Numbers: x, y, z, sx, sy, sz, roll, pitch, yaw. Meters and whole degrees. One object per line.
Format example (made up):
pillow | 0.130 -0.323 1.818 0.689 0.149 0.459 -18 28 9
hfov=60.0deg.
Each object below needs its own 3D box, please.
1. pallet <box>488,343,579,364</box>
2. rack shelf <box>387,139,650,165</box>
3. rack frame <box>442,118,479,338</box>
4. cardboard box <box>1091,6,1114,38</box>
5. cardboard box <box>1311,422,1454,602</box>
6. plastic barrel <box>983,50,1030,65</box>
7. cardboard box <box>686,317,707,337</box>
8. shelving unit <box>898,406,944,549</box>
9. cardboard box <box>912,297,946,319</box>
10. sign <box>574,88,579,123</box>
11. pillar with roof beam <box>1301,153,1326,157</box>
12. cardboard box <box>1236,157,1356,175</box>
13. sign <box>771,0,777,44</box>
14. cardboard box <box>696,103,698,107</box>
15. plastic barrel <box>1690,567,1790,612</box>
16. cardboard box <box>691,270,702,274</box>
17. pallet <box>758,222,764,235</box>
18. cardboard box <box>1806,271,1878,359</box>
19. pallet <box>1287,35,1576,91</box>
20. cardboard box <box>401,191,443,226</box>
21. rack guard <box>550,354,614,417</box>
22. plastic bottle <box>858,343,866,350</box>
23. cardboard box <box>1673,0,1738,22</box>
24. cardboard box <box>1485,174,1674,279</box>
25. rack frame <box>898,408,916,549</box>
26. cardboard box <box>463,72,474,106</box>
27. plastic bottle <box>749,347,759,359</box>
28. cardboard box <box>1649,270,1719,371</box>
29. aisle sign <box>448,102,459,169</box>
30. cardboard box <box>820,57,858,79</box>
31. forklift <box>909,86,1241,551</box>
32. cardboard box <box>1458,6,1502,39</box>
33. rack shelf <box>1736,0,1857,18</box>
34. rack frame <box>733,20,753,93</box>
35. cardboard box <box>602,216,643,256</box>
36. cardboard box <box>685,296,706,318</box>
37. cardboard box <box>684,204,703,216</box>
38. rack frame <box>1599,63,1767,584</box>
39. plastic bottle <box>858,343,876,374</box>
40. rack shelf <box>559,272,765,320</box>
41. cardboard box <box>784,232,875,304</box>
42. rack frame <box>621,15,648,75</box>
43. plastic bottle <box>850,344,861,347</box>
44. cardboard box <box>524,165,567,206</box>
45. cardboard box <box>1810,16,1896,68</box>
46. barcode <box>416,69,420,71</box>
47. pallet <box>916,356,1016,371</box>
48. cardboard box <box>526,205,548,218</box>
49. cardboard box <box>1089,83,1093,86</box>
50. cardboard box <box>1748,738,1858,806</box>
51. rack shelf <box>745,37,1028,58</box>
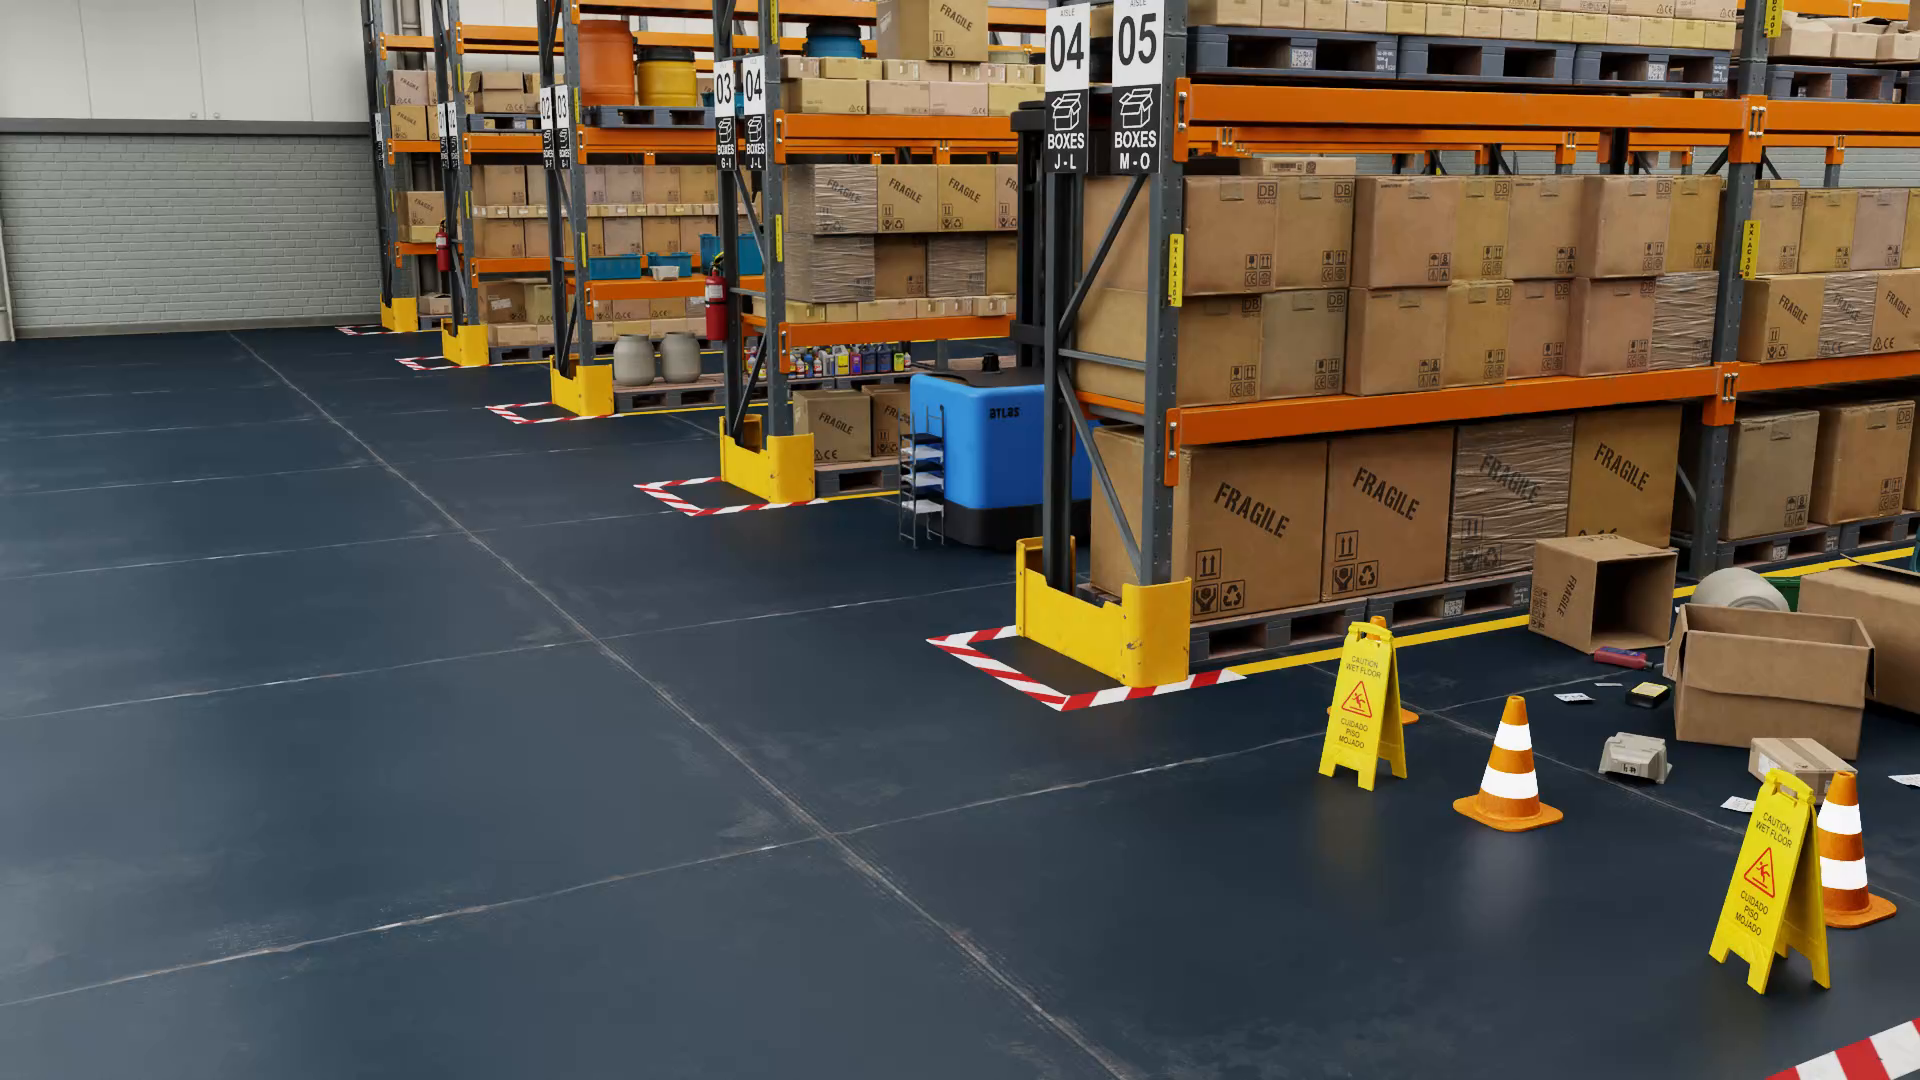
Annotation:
pallet | -5.652 -2.486 21.674 1.213 0.211 1.003 -7 14 -28
rack shelf | -6.925 -6.035 25.899 4.000 0.370 1.077 -7 14 -28
rack frame | -6.303 -3.758 20.974 0.127 3.000 1.000 -7 14 -28
cardboard box | 0.857 -2.577 8.282 0.250 0.149 0.380 -7 14 -28
cardboard box | 2.063 -0.227 9.169 0.875 0.875 0.875 -7 15 -29
plastic barrel | 0.494 -5.096 18.946 0.600 0.901 0.600 0 13 0
cardboard box | -3.538 -2.900 22.471 0.500 0.250 0.500 -7 14 -28
shelving unit | -0.255 -0.412 10.892 0.210 0.900 0.258 -6 14 -26
cardboard box | -0.308 -1.811 12.896 0.250 0.149 0.380 -7 14 -28
sign | -3.674 -4.164 15.928 0.005 0.325 0.100 -7 14 -28
pillar with roof beam | 9.382 -8.943 30.352 0.400 9.000 9.100 -7 14 -28
cardboard box | 2.715 -2.823 14.499 1.000 1.000 1.000 -7 14 -27
sign | -1.300 -3.633 11.600 0.005 0.325 0.100 -7 14 -28
cardboard box | -3.835 -5.813 22.201 0.500 0.311 0.500 -8 15 -31
plastic barrel | 3.978 0.369 8.504 0.421 0.421 0.512 3 13 11
cardboard box | -4.531 -4.209 27.669 0.500 0.500 0.700 -6 14 -26
pallet | -3.376 -5.244 28.015 1.213 0.211 1.003 -7 14 -28
cardboard box | 5.272 -1.408 10.306 0.500 0.500 0.500 -7 14 -27
pallet | 2.446 -2.511 8.806 1.213 0.211 1.003 -7 14 -28
cardboard box | -8.117 -5.007 25.112 0.500 0.500 0.500 -7 14 -28
rack guard | -3.889 -1.600 17.081 0.348 0.500 1.175 -7 14 -28
plastic bottle | -1.131 -2.104 18.812 0.133 0.283 0.061 -7 14 -28
cardboard box | 3.930 -2.990 9.212 0.500 0.250 0.500 -7 14 -29
cardboard box | 3.471 -1.790 9.430 0.550 0.550 0.875 -7 14 -28
rack frame | -0.346 -0.402 10.847 0.006 0.900 0.240 -6 14 -26
cardboard box | -7.317 -6.815 25.175 0.500 0.500 0.500 -6 14 -26
plastic bottle | -2.245 -1.971 18.218 0.133 0.283 0.061 -7 14 -28
cardboard box | 3.921 -1.335 9.866 0.550 0.550 0.875 -7 14 -28
aisle sign | -6.214 -4.960 20.396 0.004 0.787 0.394 -7 14 -28
cardboard box | -0.934 -3.426 12.102 0.250 0.149 0.380 -6 14 -27
forklift | 1.201 -1.562 11.375 3.031 2.935 1.130 -6 14 -26
cardboard box | 2.513 -2.610 8.432 0.250 0.149 0.380 -7 14 -27
rack shelf | 7.217 -5.281 16.629 4.000 0.370 1.077 -7 14 -28
rack frame | -2.792 -7.105 22.186 0.127 3.000 1.000 -7 14 -28
cardboard box | -4.530 -4.017 21.897 0.500 0.500 0.700 -6 14 -26
cardboard box | -3.539 -3.267 22.390 0.500 0.500 0.500 -7 14 -28
cardboard box | -3.605 -4.392 22.089 0.250 0.149 0.380 -7 14 -28
rack frame | 4.239 -1.303 10.065 0.127 3.000 1.000 -7 14 -28
plastic bottle | -1.018 -2.002 18.206 0.185 0.351 0.144 -8 15 -31
rack shelf | -2.178 -2.662 17.745 4.000 0.370 1.077 -7 14 -28
cardboard box | -1.064 -2.095 12.680 0.500 0.500 0.875 -7 14 -28
rack frame | -5.169 -8.060 26.426 0.127 3.000 1.000 -7 14 -28
plastic bottle | -1.183 -2.121 18.903 0.135 0.276 0.152 -6 14 -26
cardboard box | -5.382 -4.548 21.304 0.500 0.500 0.700 -7 15 -29
cardboard box | 5.672 -3.203 10.696 0.500 0.311 0.500 -7 15 -30
barcode | -8.297 -7.176 25.459 0.075 0.075 0.001 -7 14 -28
pallet | 0.248 -1.953 19.307 1.213 0.211 1.003 -7 14 -28
cardboard box | -5.406 -4.177 21.132 0.250 0.149 0.380 -7 14 -28
cardboard box | 0.855 -3.663 13.157 0.250 0.149 0.380 -6 14 -26
cardboard box | 3.370 0.925 6.659 0.250 0.149 0.380 0 13 1
rack shelf | -1.037 -6.770 23.243 4.000 0.370 1.077 -7 14 -28
